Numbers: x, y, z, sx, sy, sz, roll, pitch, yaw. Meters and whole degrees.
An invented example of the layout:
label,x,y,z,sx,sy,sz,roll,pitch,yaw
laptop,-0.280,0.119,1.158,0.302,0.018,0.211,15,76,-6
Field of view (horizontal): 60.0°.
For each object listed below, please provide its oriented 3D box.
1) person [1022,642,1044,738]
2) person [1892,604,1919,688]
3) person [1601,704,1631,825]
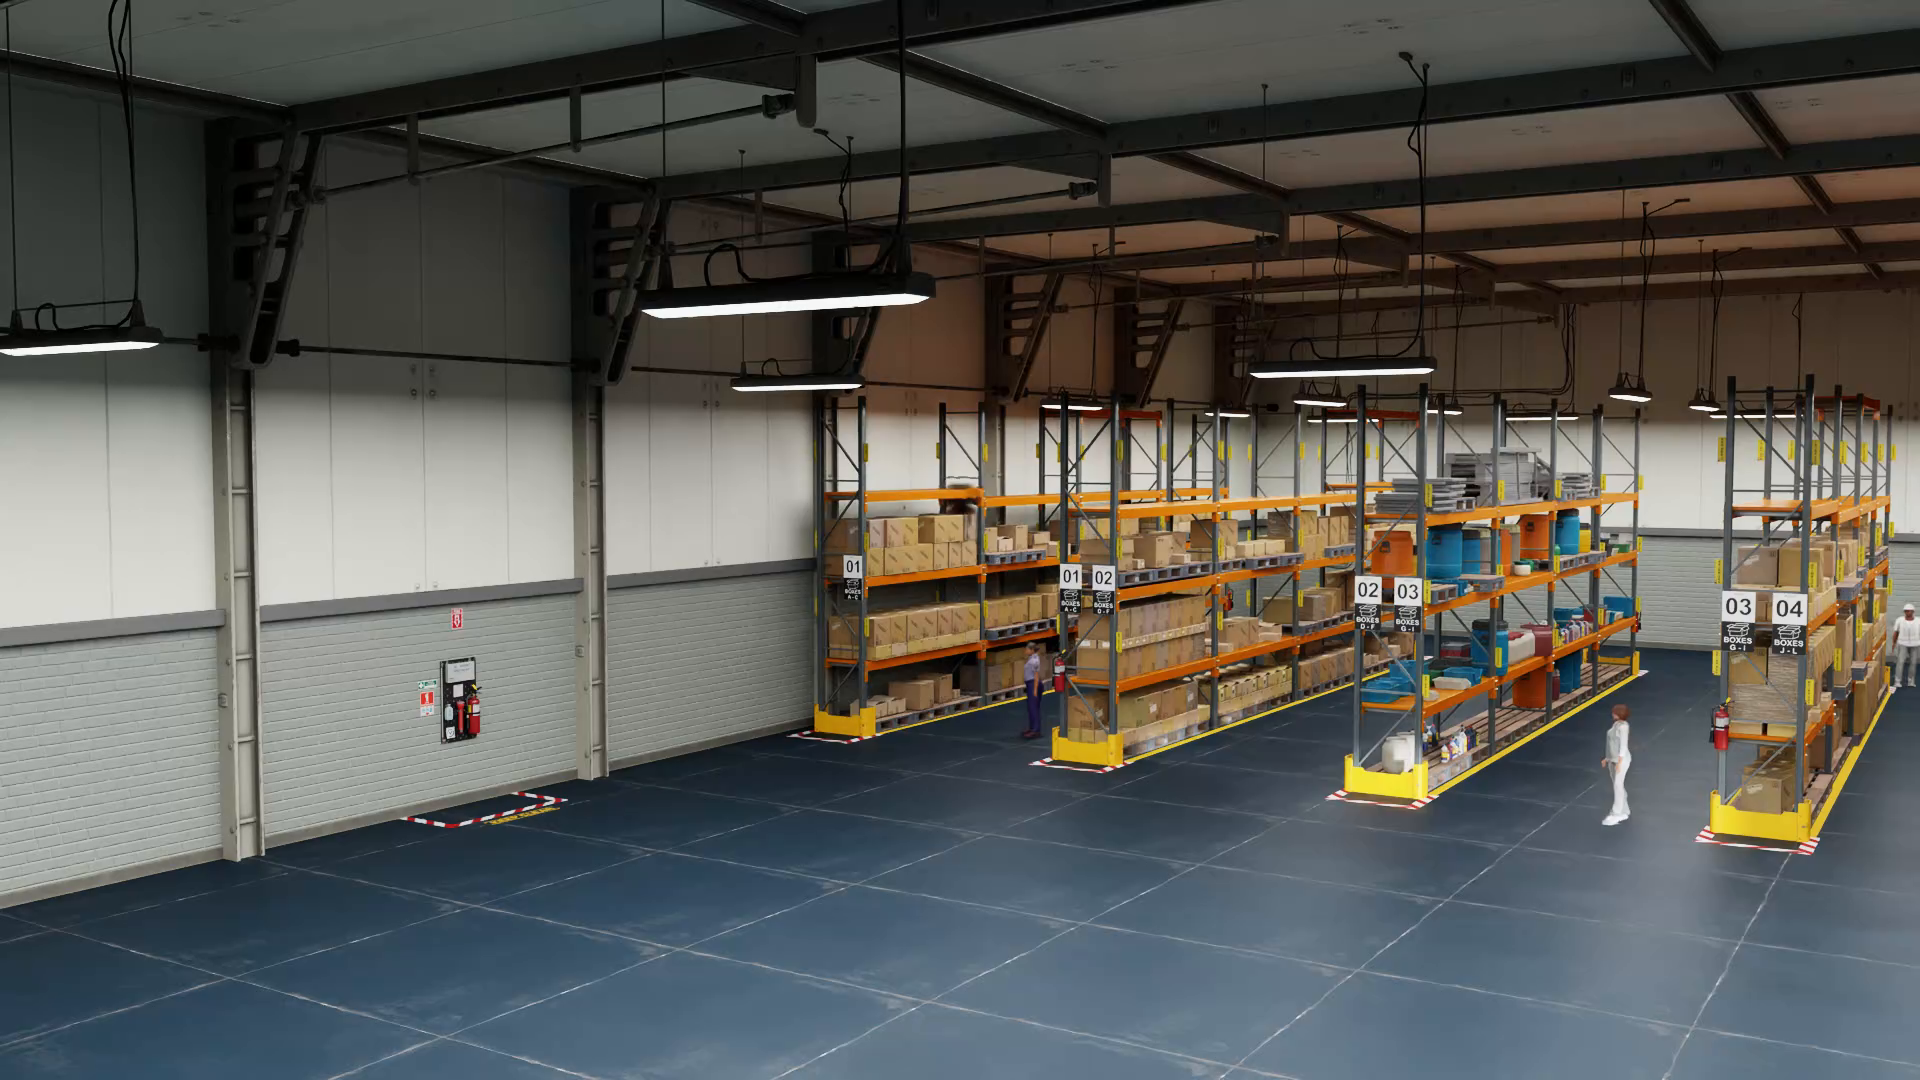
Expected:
label,x,y,z,sx,sy,sz,roll,pitch,yaw
person,1.295,2.637,29.436,0.389,1.649,0.578,0,3,2
person,20.247,2.257,35.493,0.612,1.780,0.505,1,3,26
person,8.879,3.023,22.516,0.492,1.617,0.432,0,3,-9
